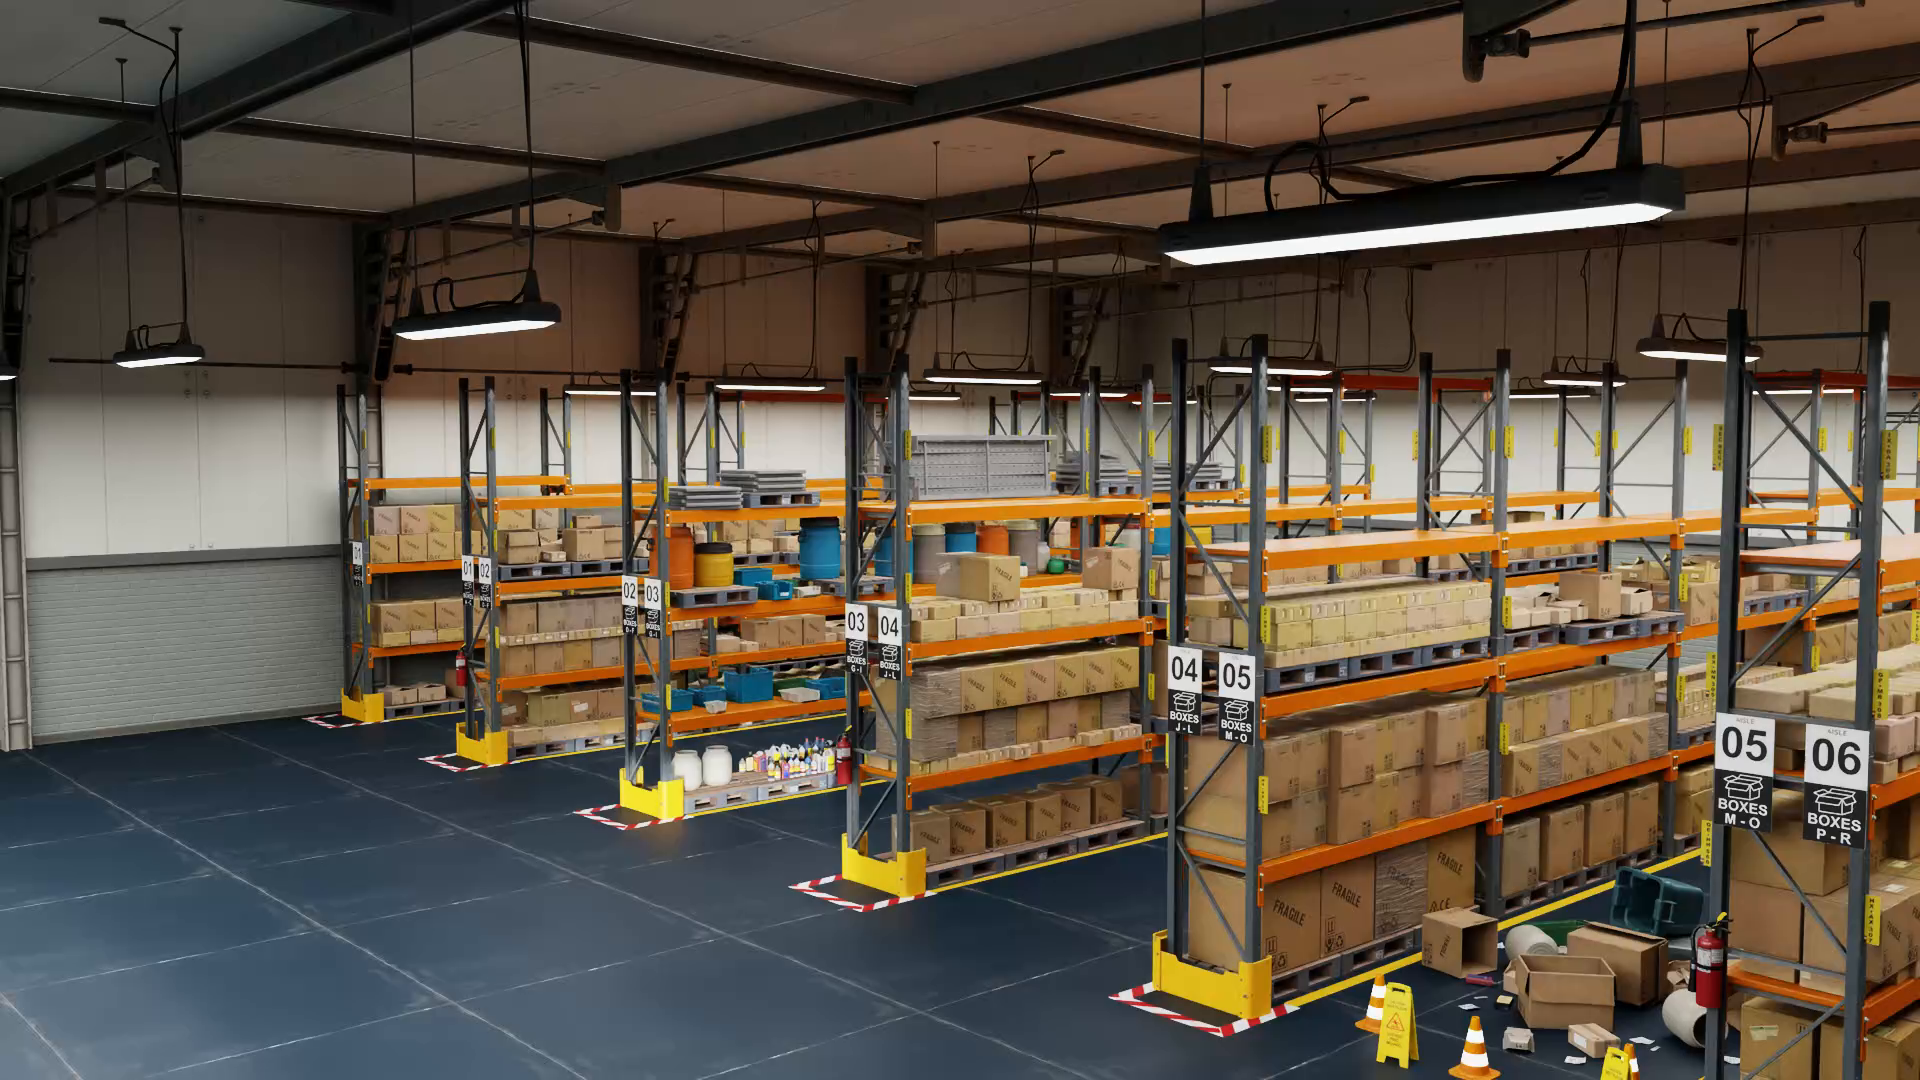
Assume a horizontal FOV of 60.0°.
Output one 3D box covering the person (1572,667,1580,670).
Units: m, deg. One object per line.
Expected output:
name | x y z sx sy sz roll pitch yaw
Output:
person | 9.227 2.729 24.801 0.581 1.683 0.726 4 5 44

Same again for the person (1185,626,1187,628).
person | 5.291 1.842 37.585 0.599 1.684 0.968 0 4 -2

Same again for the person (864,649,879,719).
person | -1.439 2.389 29.217 0.845 1.712 0.733 -2 4 -32

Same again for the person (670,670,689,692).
person | -5.166 2.290 30.716 0.700 1.750 0.624 3 5 34
